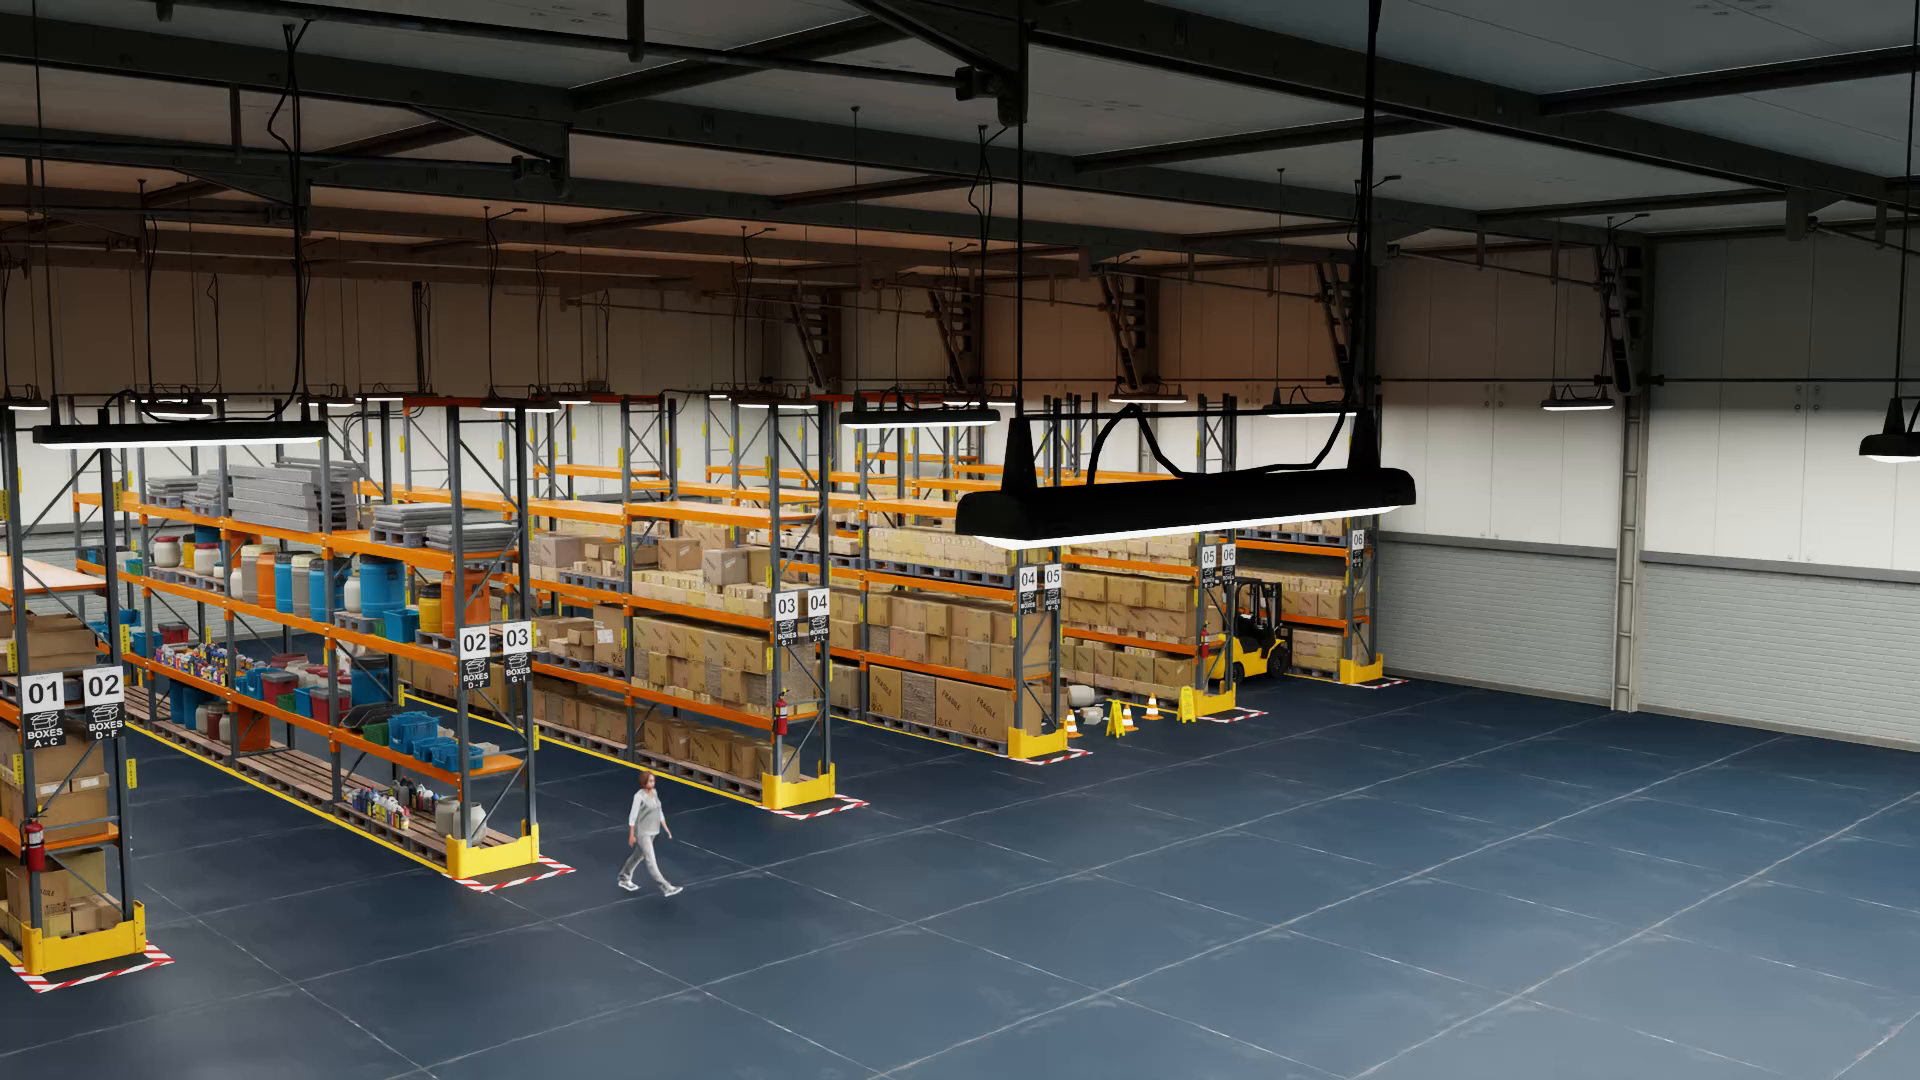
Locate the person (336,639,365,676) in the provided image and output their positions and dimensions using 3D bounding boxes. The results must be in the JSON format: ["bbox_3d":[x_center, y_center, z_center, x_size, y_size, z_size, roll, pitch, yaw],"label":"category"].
[{"bbox_3d":[-11.961,2.351,32.614,0.672,1.683,0.648,-4,7,-34],"label":"person"}]

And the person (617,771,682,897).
[{"bbox_3d":[-3.781,3.577,20.332,1.017,1.535,0.437,2,6,18],"label":"person"}]
